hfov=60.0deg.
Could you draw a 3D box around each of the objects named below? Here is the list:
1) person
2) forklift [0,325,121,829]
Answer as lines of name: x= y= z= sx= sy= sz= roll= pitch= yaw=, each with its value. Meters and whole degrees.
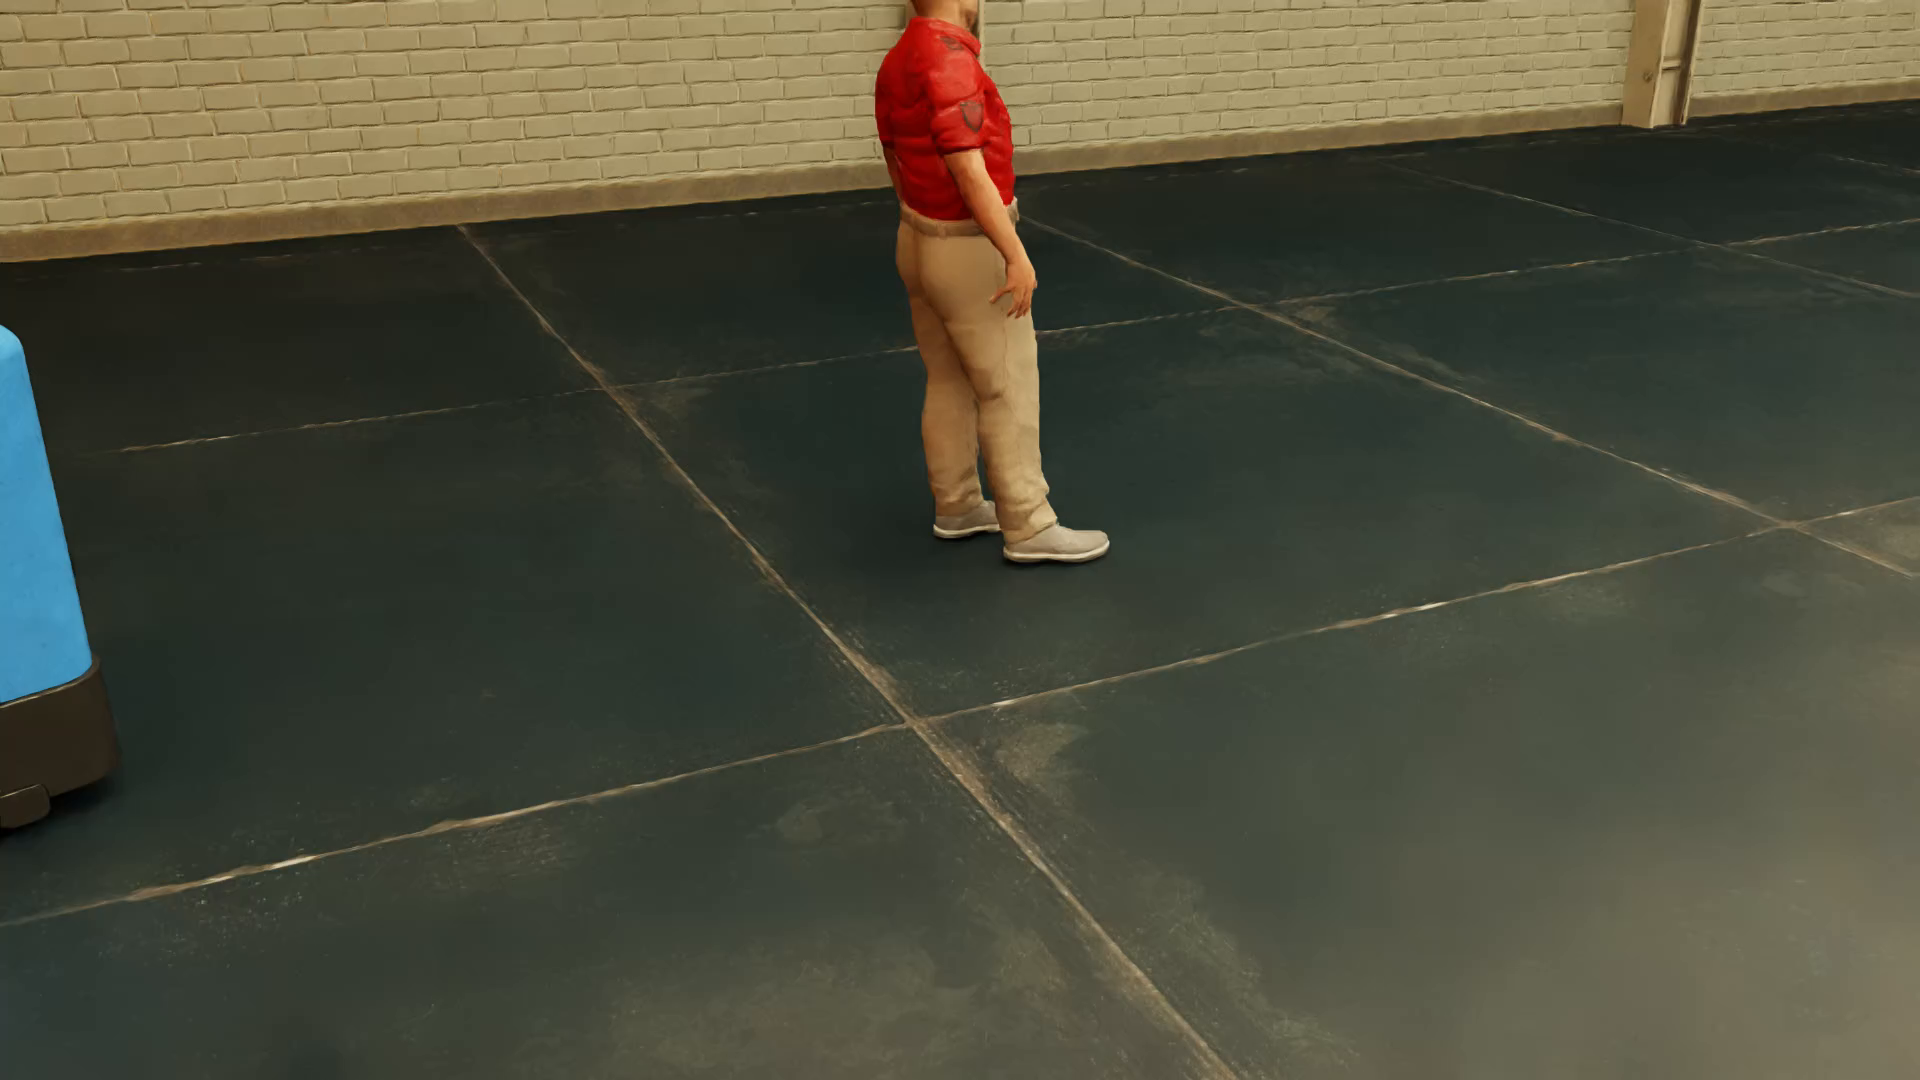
person: x=0.086 y=-0.815 z=4.797 sx=0.550 sy=1.727 sz=0.640 roll=-10 pitch=25 yaw=-23
forklift: x=-3.273 y=-0.511 z=2.515 sx=1.130 sy=2.935 sz=3.031 roll=21 pitch=30 yaw=41
